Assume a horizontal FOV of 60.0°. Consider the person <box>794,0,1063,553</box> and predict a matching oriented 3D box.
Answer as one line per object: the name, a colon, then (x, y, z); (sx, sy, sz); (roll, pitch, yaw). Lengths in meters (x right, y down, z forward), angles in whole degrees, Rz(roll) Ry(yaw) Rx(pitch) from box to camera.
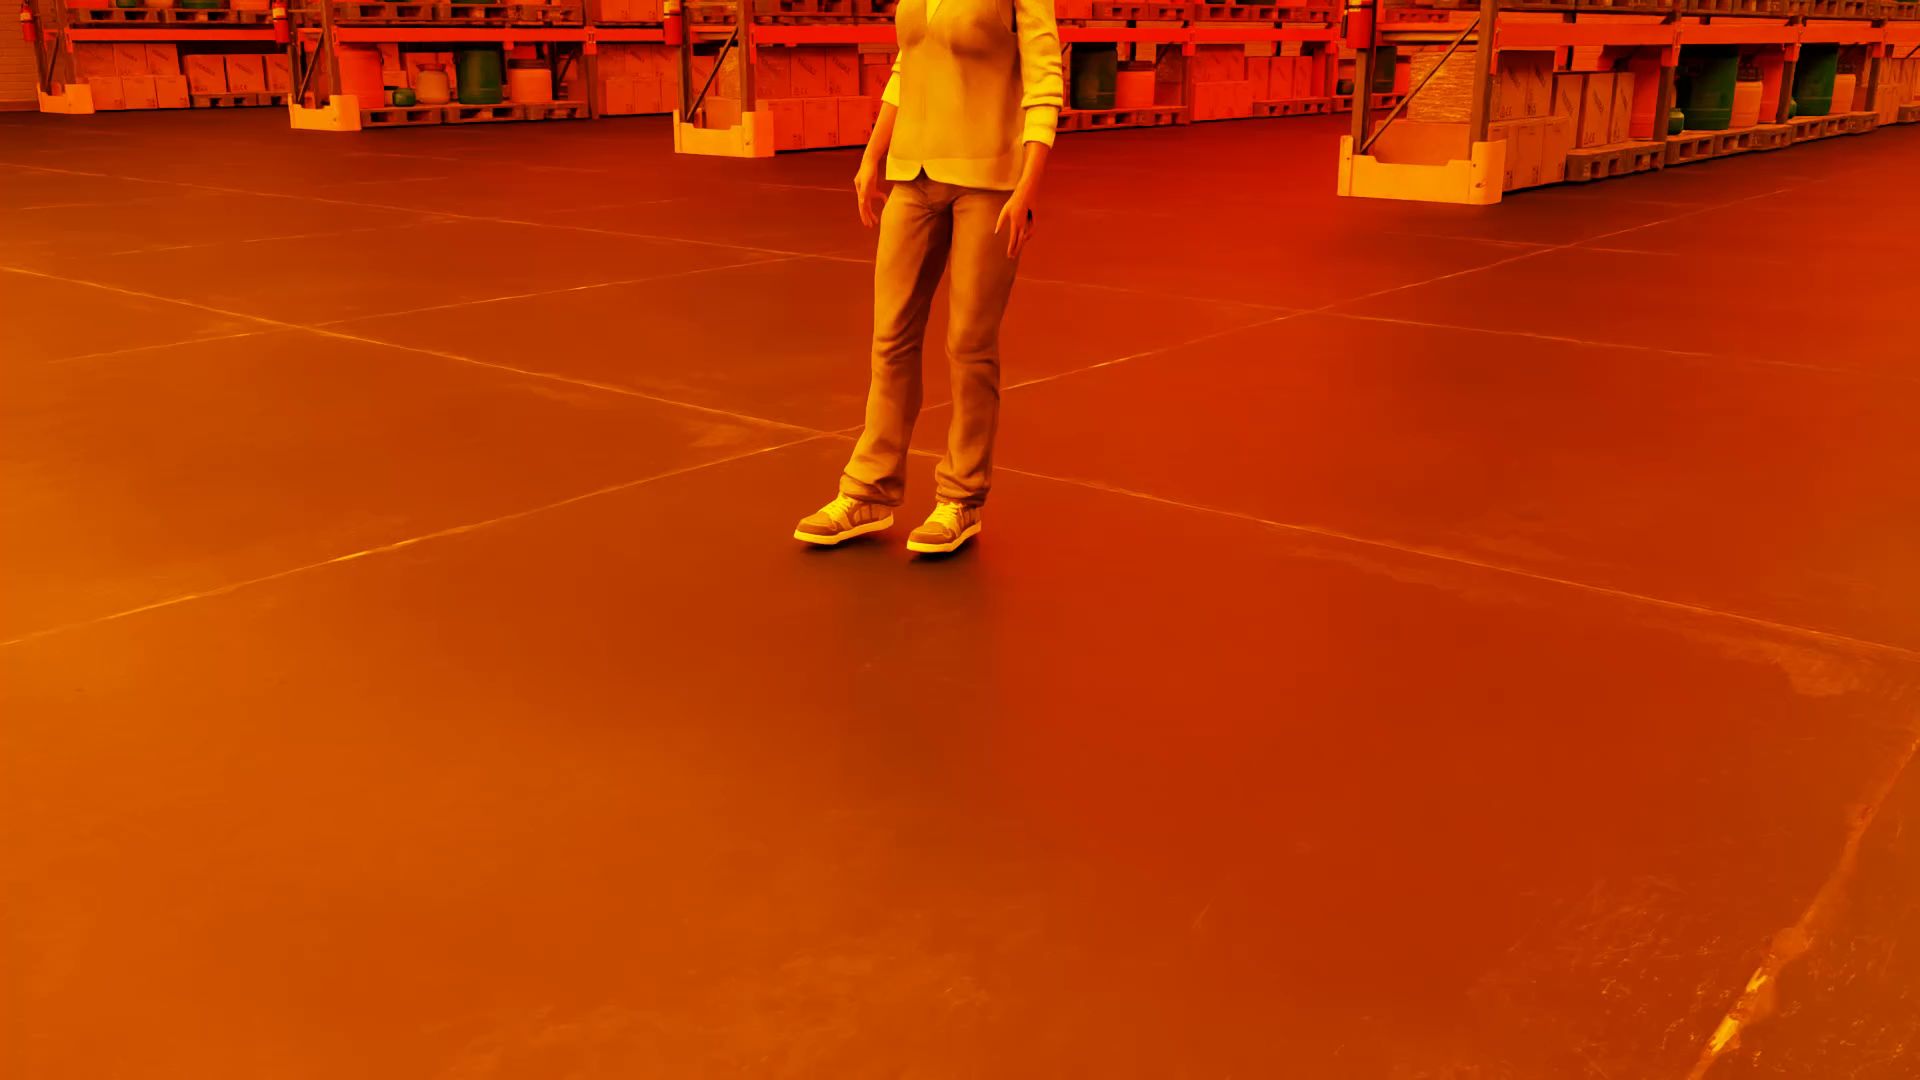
person: (-0.058, -0.757, 3.662); (0.520, 1.597, 0.475); (13, 21, 37)
